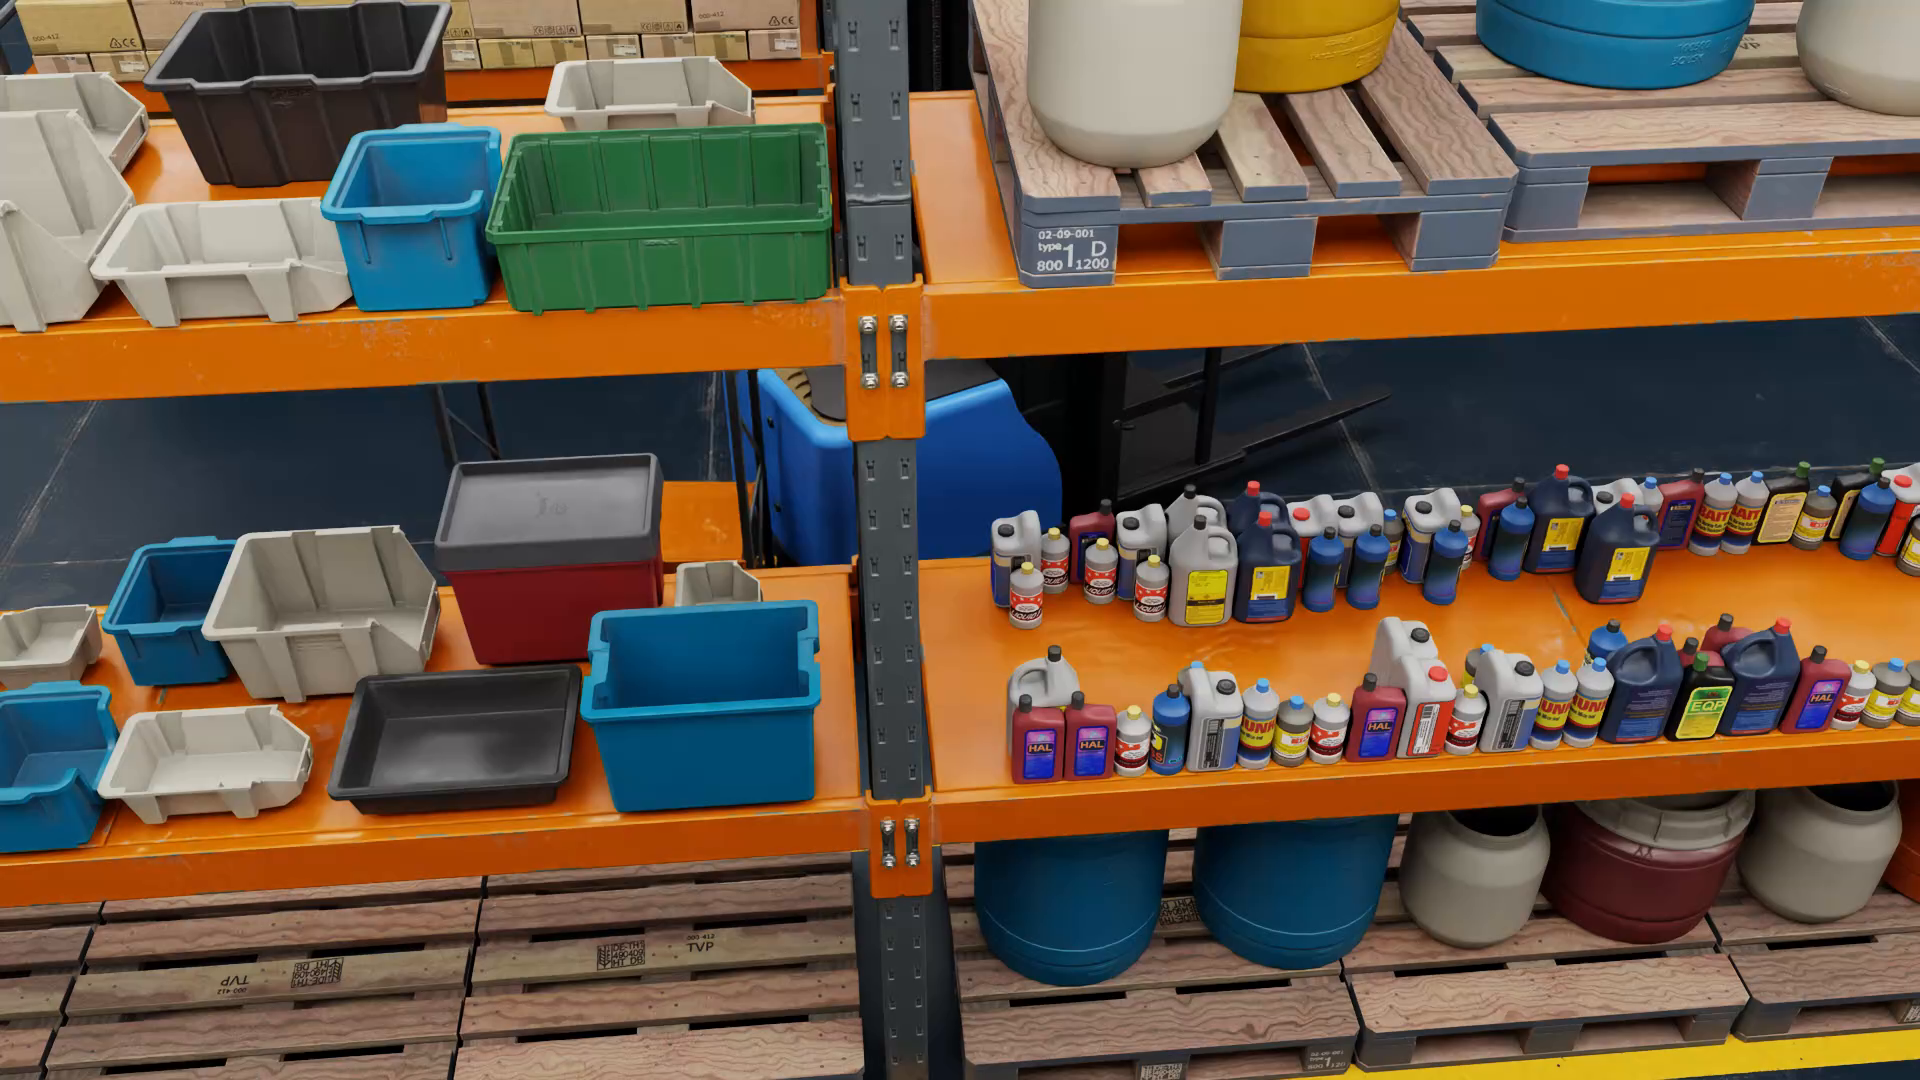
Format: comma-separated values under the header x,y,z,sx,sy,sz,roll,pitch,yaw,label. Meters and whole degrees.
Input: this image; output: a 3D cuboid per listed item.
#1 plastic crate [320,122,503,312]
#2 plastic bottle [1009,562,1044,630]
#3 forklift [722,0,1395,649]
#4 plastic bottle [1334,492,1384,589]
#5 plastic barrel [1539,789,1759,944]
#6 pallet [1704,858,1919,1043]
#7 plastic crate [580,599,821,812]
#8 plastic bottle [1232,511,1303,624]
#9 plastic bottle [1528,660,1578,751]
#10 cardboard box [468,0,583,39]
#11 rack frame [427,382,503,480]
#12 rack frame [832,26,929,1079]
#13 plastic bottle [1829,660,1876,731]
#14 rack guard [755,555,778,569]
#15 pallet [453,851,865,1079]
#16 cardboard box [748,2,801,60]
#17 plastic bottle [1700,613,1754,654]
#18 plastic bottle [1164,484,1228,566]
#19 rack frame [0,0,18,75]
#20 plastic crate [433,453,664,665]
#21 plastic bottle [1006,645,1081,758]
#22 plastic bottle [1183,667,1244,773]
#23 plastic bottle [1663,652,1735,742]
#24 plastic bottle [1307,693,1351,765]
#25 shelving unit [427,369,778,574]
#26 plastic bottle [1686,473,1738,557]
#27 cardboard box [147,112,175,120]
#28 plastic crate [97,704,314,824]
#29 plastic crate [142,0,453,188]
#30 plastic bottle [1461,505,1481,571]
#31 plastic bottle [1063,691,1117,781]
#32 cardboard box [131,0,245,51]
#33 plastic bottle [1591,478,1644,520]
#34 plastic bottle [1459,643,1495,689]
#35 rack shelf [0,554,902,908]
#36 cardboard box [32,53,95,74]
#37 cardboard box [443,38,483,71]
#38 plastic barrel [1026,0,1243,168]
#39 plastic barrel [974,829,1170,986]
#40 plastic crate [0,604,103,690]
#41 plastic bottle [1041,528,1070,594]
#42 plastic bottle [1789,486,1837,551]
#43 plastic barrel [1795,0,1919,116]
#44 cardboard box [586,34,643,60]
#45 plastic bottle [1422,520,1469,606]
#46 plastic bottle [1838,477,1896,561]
x,y,z,sx,sy,sz,roll,pitch,yaw,label
-1.080,-0.646,3.360,0.300,0.233,0.416,-3,38,-4,plastic crate
0.192,0.152,4.796,0.097,0.201,0.097,0,38,0,plastic bottle
0.555,-1.384,6.638,3.031,2.935,1.130,-20,42,-23,forklift
1.163,-0.008,4.939,0.135,0.276,0.152,-3,38,-4,plastic bottle
2.172,0.881,5.319,0.708,0.588,0.600,-3,38,-4,plastic barrel
3.001,1.164,5.605,1.213,0.211,1.003,-3,38,-4,pallet
-0.636,0.438,4.237,0.575,0.384,0.392,-3,38,-4,plastic crate
0.882,0.065,4.785,0.185,0.351,0.144,-3,38,-4,plastic bottle
1.564,0.427,4.392,0.097,0.271,0.097,0,38,0,plastic bottle
-2.080,-2.650,8.068,0.500,0.250,0.500,-2,38,-3,cardboard box
-1.787,-0.160,6.242,0.032,1.500,0.500,1,38,1,rack frame
-0.202,0.219,4.550,0.127,3.000,1.000,-3,38,-4,rack frame
2.392,0.409,4.471,0.097,0.201,0.097,0,38,0,plastic bottle
-0.790,0.342,6.615,0.087,0.250,0.587,1,38,1,rack guard
-0.931,1.378,5.333,1.213,0.211,1.003,-3,38,-4,pallet
-0.915,-2.519,8.224,0.250,0.149,0.380,-3,38,-4,cardboard box
2.082,0.315,4.523,0.133,0.283,0.061,-3,38,-4,plastic bottle
0.685,-0.014,4.885,0.185,0.351,0.144,-3,38,-4,plastic bottle
-4.625,-2.617,8.145,0.127,3.000,1.000,-3,38,-4,rack frame
-1.113,0.065,4.646,0.583,0.464,0.402,-3,38,-4,plastic crate
0.218,0.417,4.339,0.185,0.351,0.144,-3,38,-4,plastic bottle
0.658,0.458,4.348,0.135,0.276,0.152,-3,38,-4,plastic bottle
1.962,0.411,4.401,0.133,0.283,0.061,-3,38,-4,plastic bottle
0.970,0.487,4.372,0.097,0.201,0.097,0,38,0,plastic bottle
-1.288,-0.154,6.235,1.083,1.500,0.587,1,38,1,shelving unit
2.285,-0.085,5.040,0.097,0.271,0.097,0,38,0,plastic bottle
-3.994,-2.032,8.780,0.875,0.875,0.875,-3,38,-4,cardboard box
-1.909,0.580,4.257,0.466,0.136,0.293,-3,38,-4,plastic crate
-1.463,-1.008,3.790,0.590,0.269,0.497,-3,38,-4,plastic crate
1.507,-0.015,5.007,0.097,0.201,0.097,0,38,0,plastic bottle
0.334,0.501,4.288,0.133,0.283,0.061,-3,38,-4,plastic bottle
-3.605,-2.567,7.963,0.500,0.250,0.500,-4,38,-5,cardboard box
1.942,-0.051,4.993,0.135,0.276,0.152,-3,38,-4,plastic bottle
1.417,0.368,4.523,0.097,0.201,0.097,0,38,0,plastic bottle
-2.194,0.612,4.634,4.000,0.370,1.077,-3,38,-4,rack shelf
-4.242,-2.334,7.990,0.250,0.149,0.380,-3,38,-3,cardboard box
-2.449,-2.435,8.117,0.250,0.149,0.380,-3,38,-3,cardboard box
0.345,-1.051,3.290,0.433,0.535,0.433,0,38,0,plastic barrel
0.342,0.859,5.095,0.708,0.901,0.600,-3,38,-4,plastic barrel
-2.531,0.297,4.616,0.250,0.136,0.298,-3,38,-4,plastic crate
0.275,0.053,4.921,0.097,0.201,0.097,0,38,0,plastic bottle
2.611,-0.076,5.085,0.097,0.201,0.097,0,38,0,plastic bottle
2.030,-1.206,3.486,0.433,0.535,0.433,0,38,0,plastic barrel
-1.683,-2.477,8.170,0.250,0.149,0.380,-2,38,-3,cardboard box
1.423,0.057,4.860,0.097,0.271,0.097,0,38,0,plastic bottle
2.750,-0.073,5.025,0.097,0.271,0.097,0,38,0,plastic bottle
